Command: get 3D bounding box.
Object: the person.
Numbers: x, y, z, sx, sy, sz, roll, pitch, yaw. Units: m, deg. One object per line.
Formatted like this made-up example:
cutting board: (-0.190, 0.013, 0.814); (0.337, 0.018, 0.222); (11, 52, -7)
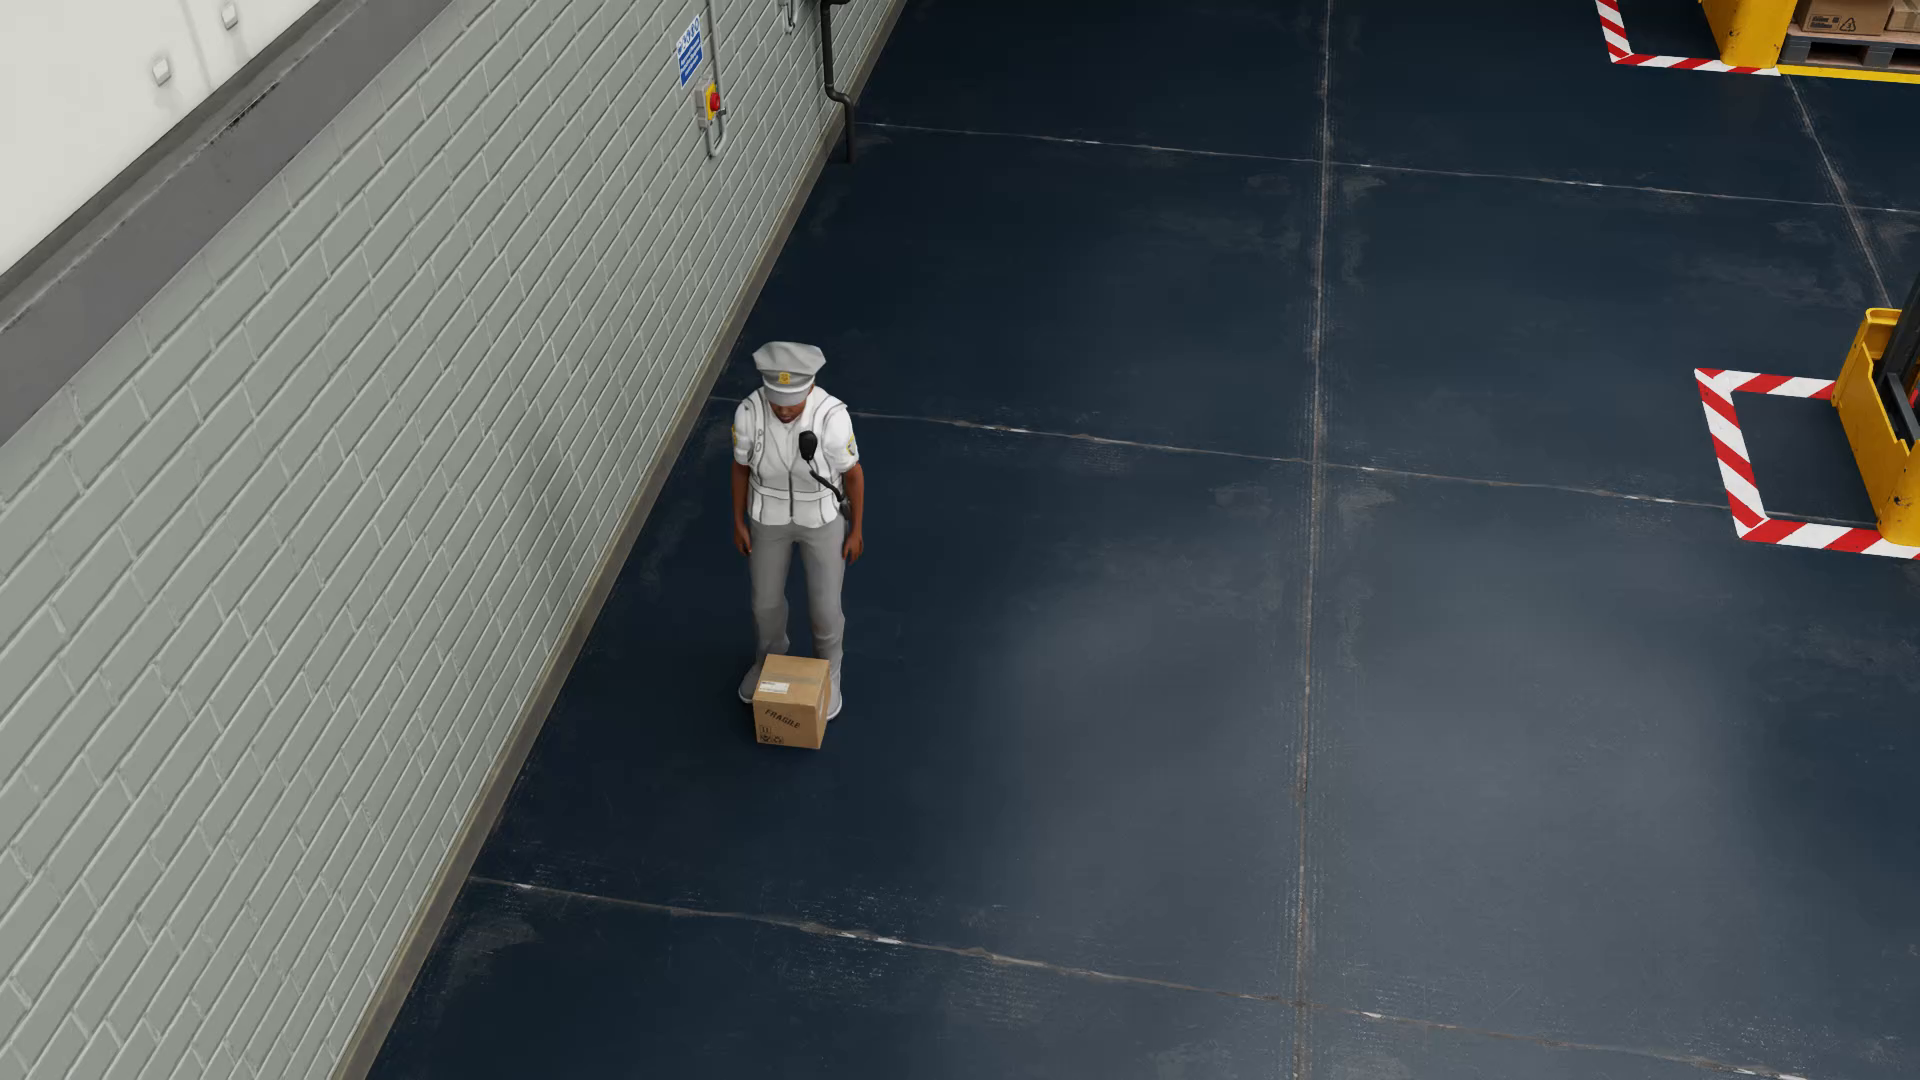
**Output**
person: (-0.620, -0.044, 6.211); (0.527, 1.656, 0.428); (4, 41, 5)
